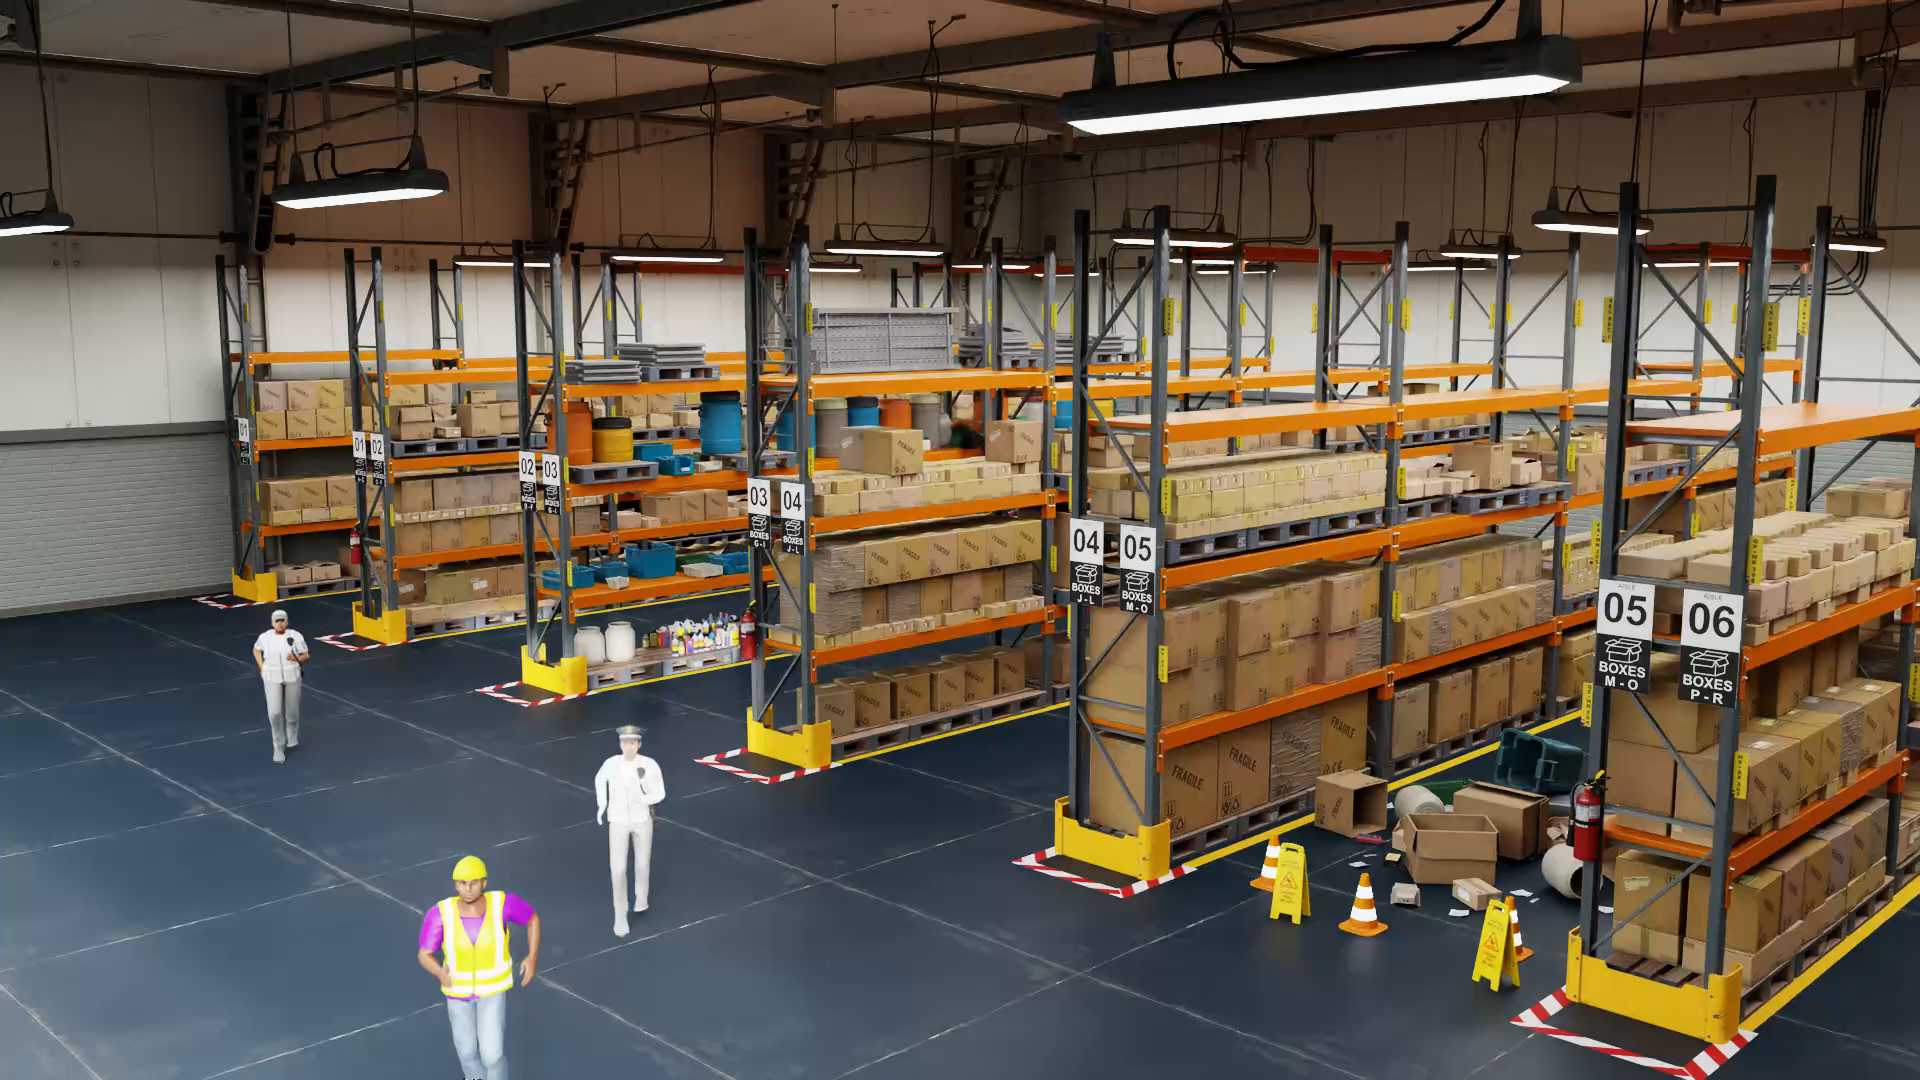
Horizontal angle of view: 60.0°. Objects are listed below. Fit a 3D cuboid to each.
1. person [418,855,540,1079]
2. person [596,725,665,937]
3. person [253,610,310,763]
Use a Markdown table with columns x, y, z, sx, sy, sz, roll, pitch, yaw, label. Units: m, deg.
| x | y | z | sx | sy | sz | roll | pitch | yaw | label |
| --- | --- | --- | --- | --- | --- | --- | --- | --- | --- |
| -3.022 | 2.853 | 10.392 | 0.681 | 1.816 | 0.722 | -1 | 8 | -9 | person |
| -2.742 | 2.386 | 13.852 | 0.578 | 1.744 | 0.740 | -1 | 8 | -9 | person |
| -7.774 | 1.646 | 19.105 | 0.587 | 1.721 | 0.717 | -4 | 9 | -24 | person |
